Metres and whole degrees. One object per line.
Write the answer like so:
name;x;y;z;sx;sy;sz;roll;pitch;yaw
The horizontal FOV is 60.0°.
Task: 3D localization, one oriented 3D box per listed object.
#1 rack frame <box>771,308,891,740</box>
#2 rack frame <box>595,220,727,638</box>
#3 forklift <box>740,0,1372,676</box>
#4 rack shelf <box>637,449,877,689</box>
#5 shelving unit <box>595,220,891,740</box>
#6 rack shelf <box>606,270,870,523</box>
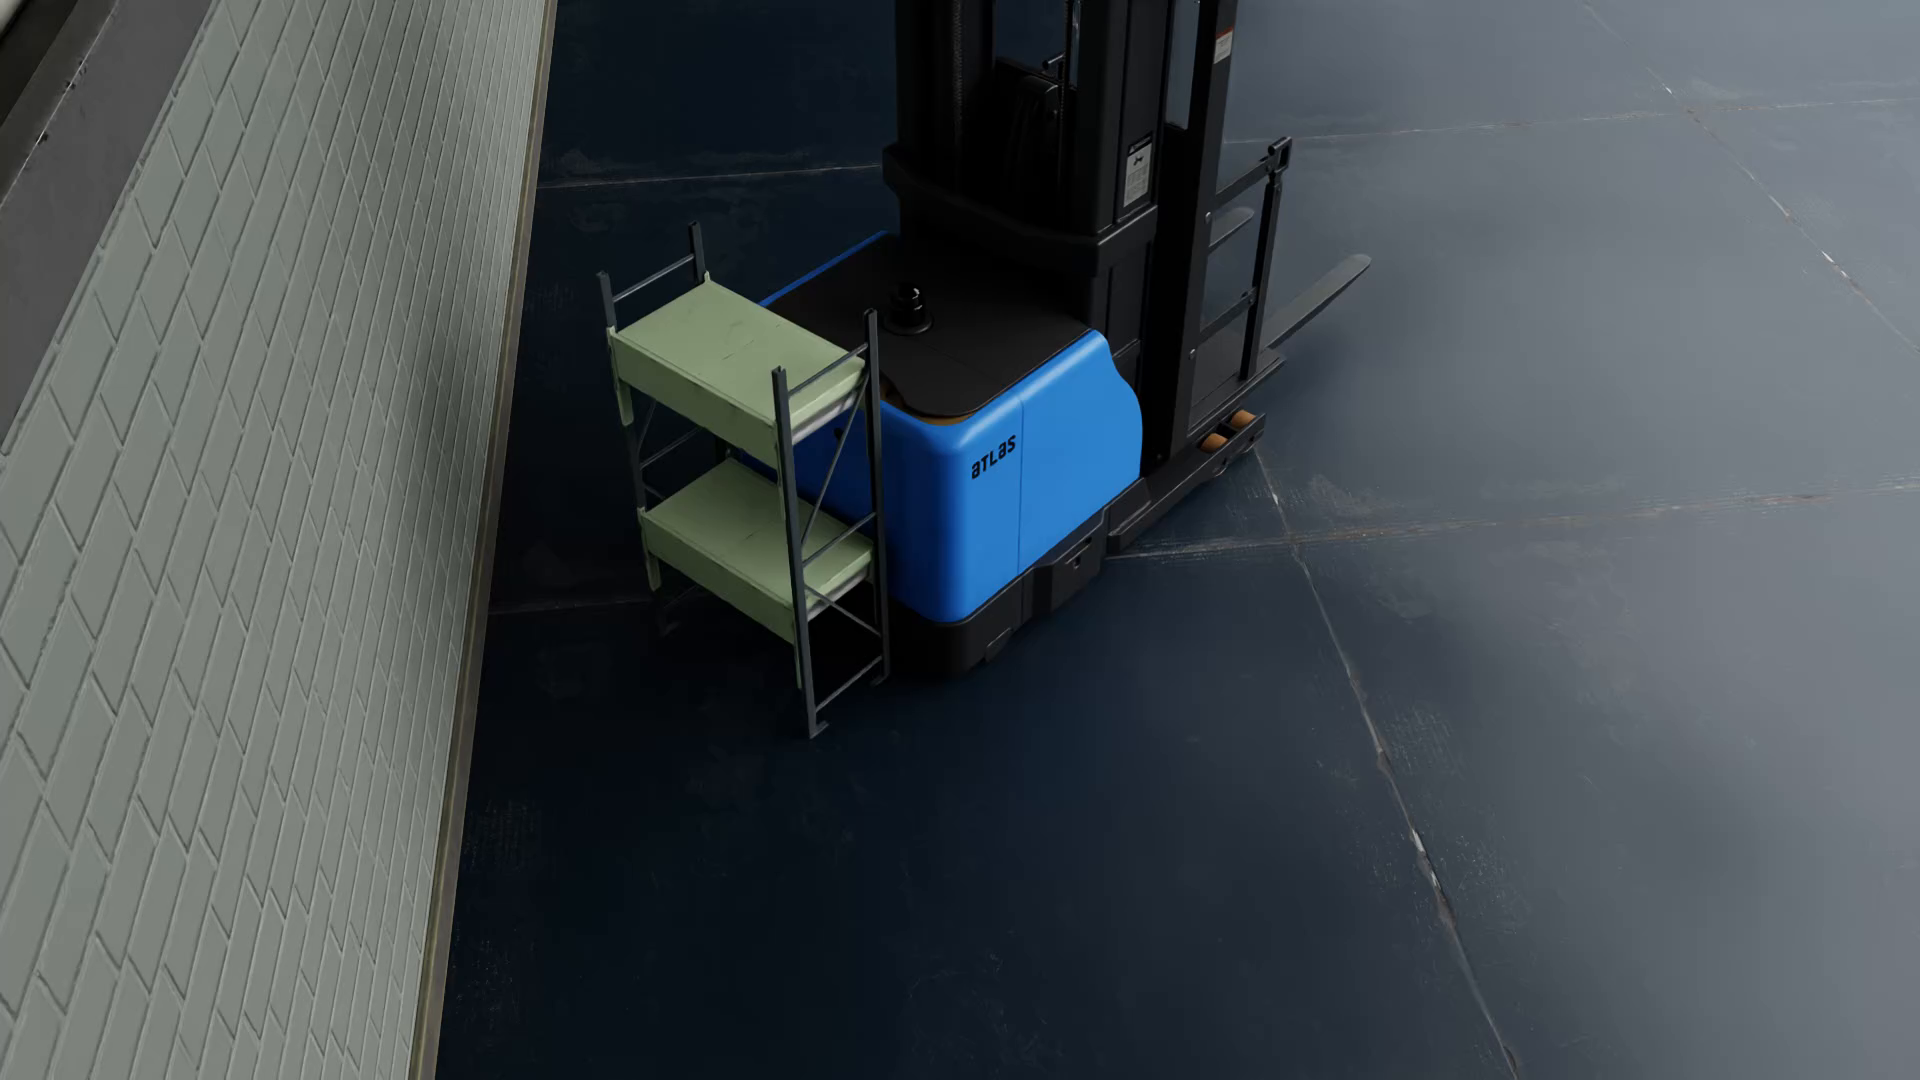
rack frame;-0.376;0.001;5.129;0.023;1.500;0.400;30;50;29
rack frame;-0.933;-0.317;5.482;0.023;1.500;0.400;30;50;29
forklift;0.562;-1.539;5.767;1.130;2.935;3.031;30;50;29
rack shelf;-0.654;0.084;5.524;0.720;0.370;0.431;30;50;29
shelving unit;-0.654;-0.158;5.305;0.755;1.500;0.431;30;50;29
rack shelf;-0.654;-0.448;5.044;0.720;0.370;0.431;30;50;29
